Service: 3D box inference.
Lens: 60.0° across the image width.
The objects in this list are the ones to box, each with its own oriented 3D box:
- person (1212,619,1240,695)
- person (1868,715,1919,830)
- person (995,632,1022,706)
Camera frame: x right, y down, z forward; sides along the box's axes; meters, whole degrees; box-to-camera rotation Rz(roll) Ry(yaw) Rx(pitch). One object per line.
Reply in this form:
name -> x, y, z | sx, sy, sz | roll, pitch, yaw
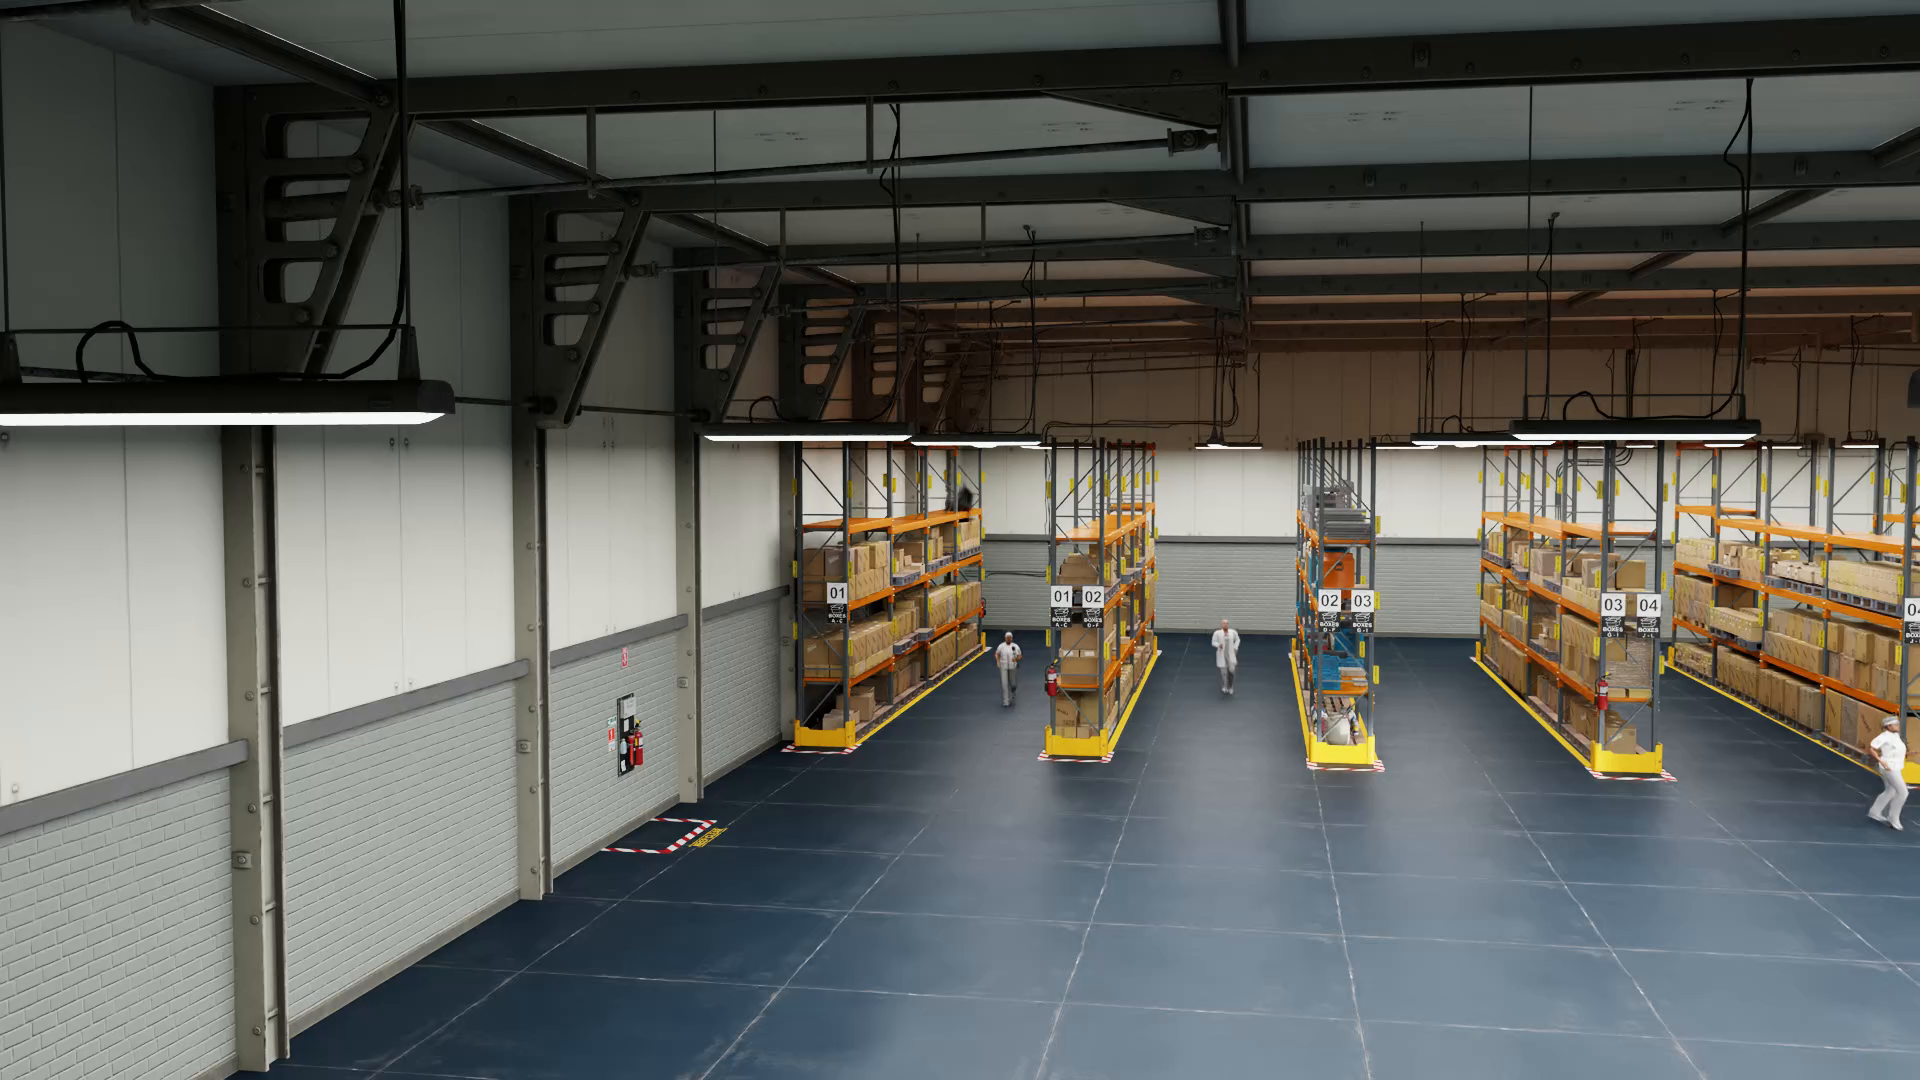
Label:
person -> 6.288, 2.777, 39.277 | 0.681, 1.782, 0.772 | 0, 3, 4
person -> 14.226, 3.539, 25.371 | 0.554, 1.750, 0.693 | -3, 4, -43
person -> 1.094, 2.915, 37.691 | 0.620, 1.622, 0.804 | 0, 3, 1
